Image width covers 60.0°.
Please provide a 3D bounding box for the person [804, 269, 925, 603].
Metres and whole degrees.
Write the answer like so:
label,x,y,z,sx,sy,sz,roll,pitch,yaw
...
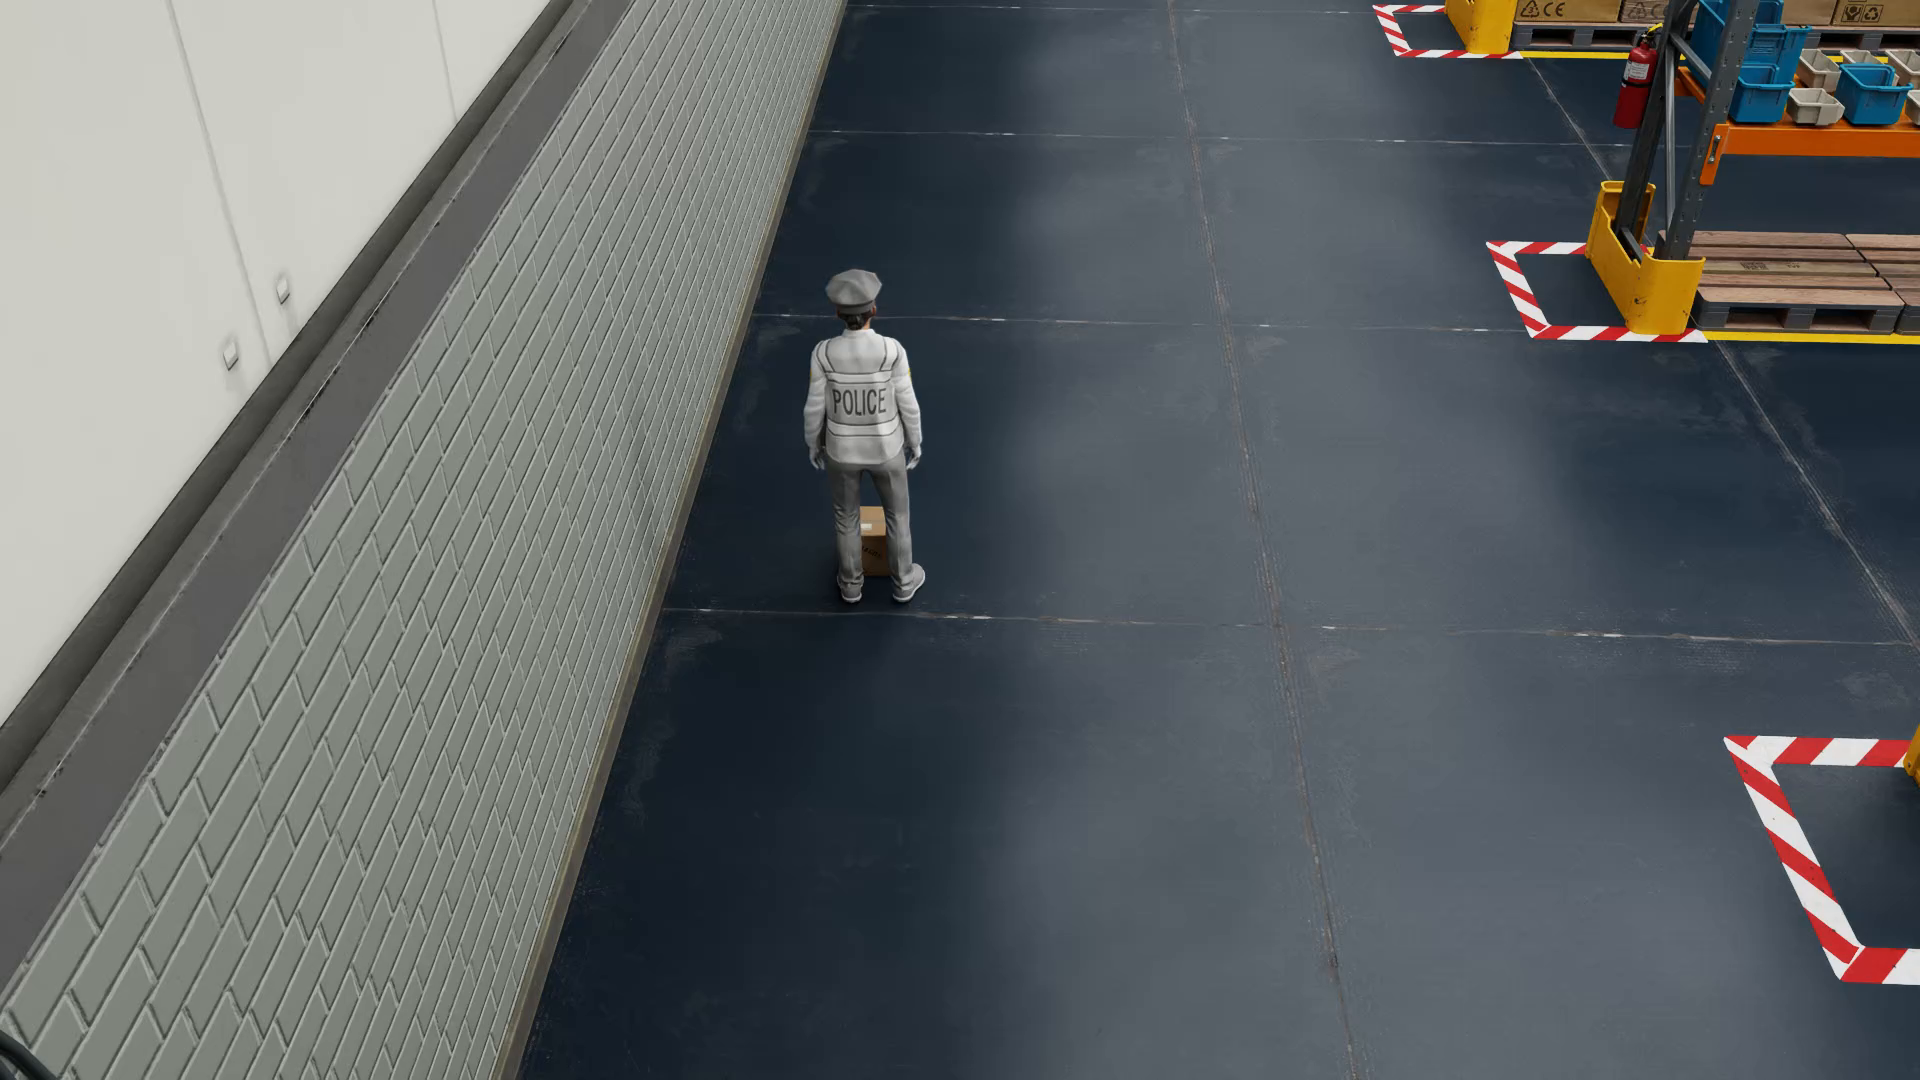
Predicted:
label,x,y,z,sx,sy,sz,roll,pitch,yaw
person,-0.444,-0.428,7.703,0.540,1.664,0.375,0,36,0
